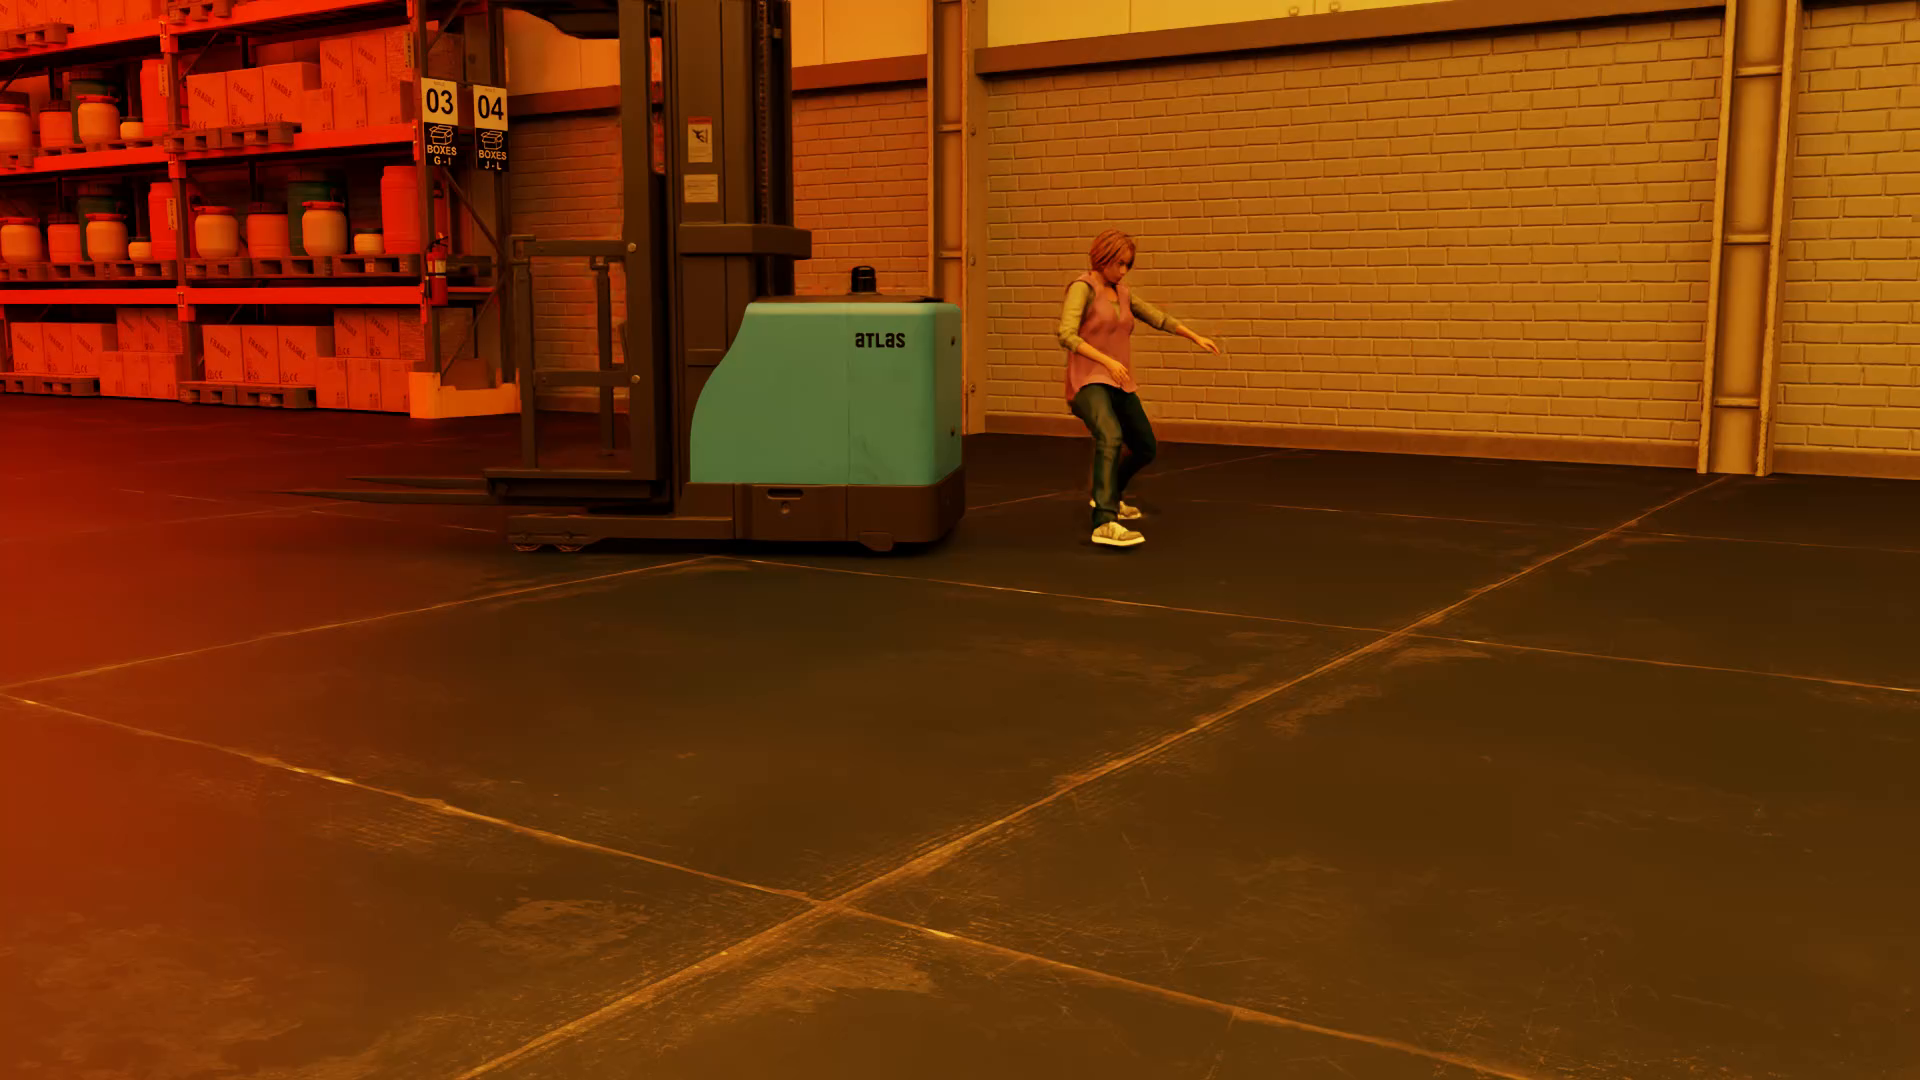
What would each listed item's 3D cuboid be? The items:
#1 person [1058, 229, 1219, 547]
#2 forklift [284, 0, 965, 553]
[{"bbox_3d":[0.772,-0.722,7.778,0.908,1.409,0.997,8,11,43],"label":"person"},{"bbox_3d":[-1.535,-1.468,7.515,3.031,2.935,1.130,1,8,8],"label":"forklift"}]
